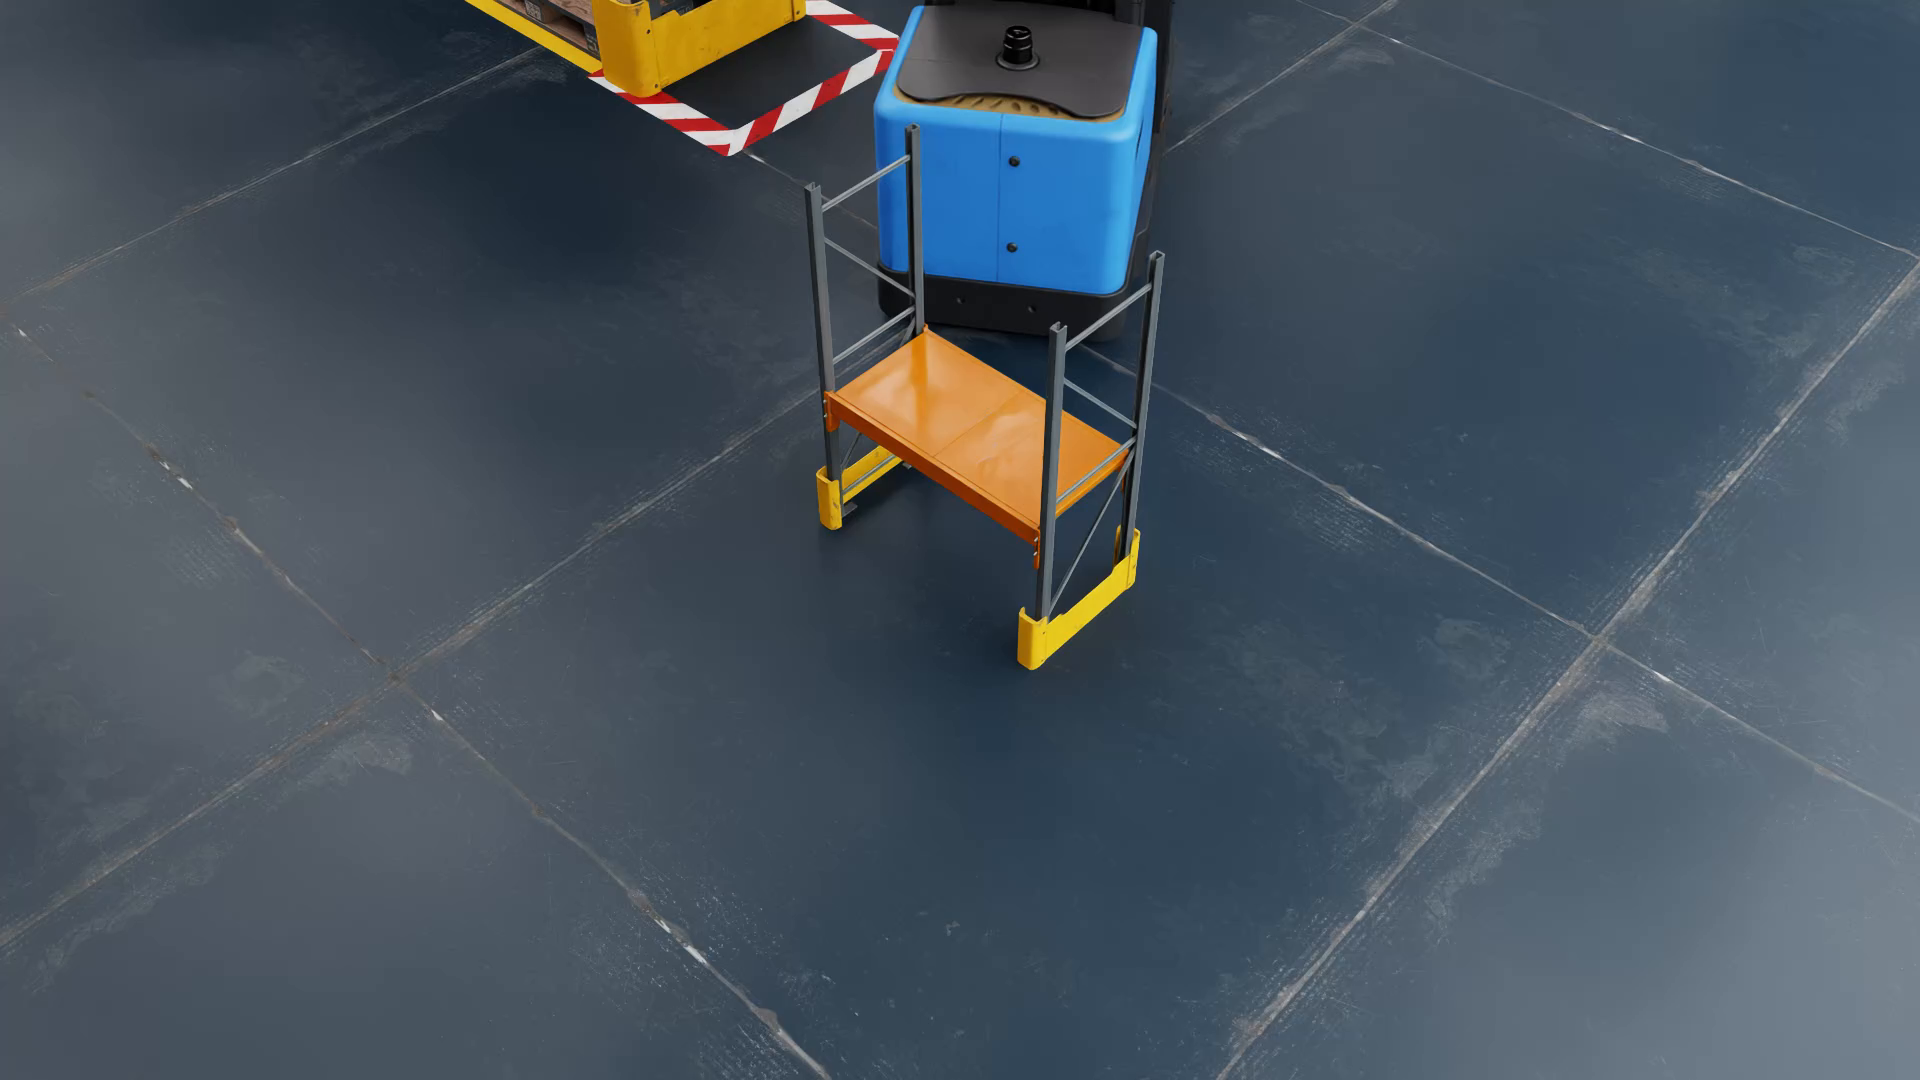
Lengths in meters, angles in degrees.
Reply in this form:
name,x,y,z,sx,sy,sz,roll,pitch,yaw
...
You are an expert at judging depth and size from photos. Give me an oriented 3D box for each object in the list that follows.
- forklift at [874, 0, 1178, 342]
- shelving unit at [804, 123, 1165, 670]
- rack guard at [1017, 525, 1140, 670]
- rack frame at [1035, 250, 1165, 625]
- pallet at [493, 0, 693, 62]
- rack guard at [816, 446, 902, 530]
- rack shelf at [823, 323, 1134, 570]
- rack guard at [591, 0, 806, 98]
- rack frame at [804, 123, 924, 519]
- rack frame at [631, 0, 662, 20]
name,x,y,z,sx,sy,sz,roll,pitch,yaw
forklift,0.431,-2.920,6.981,1.130,2.935,3.031,8,47,7
shelving unit,0.056,-0.476,5.668,1.083,1.500,0.587,34,55,28
rack guard,0.422,0.198,5.892,0.087,0.250,0.587,34,55,28
rack frame,0.436,-0.220,5.428,0.032,1.500,0.500,34,55,28
pallet,-1.911,-3.070,8.988,1.213,0.211,1.003,34,55,28
rack guard,-0.310,-0.294,6.355,0.087,0.250,0.587,34,55,28
rack shelf,0.063,-0.348,5.795,1.000,0.185,0.538,34,55,28
rack guard,-1.318,-2.765,8.503,0.348,0.500,1.175,34,55,28
rack frame,-0.311,-0.723,5.900,0.032,1.500,0.500,34,55,28
rack frame,-1.230,-3.608,7.580,0.127,3.000,1.000,34,55,28
